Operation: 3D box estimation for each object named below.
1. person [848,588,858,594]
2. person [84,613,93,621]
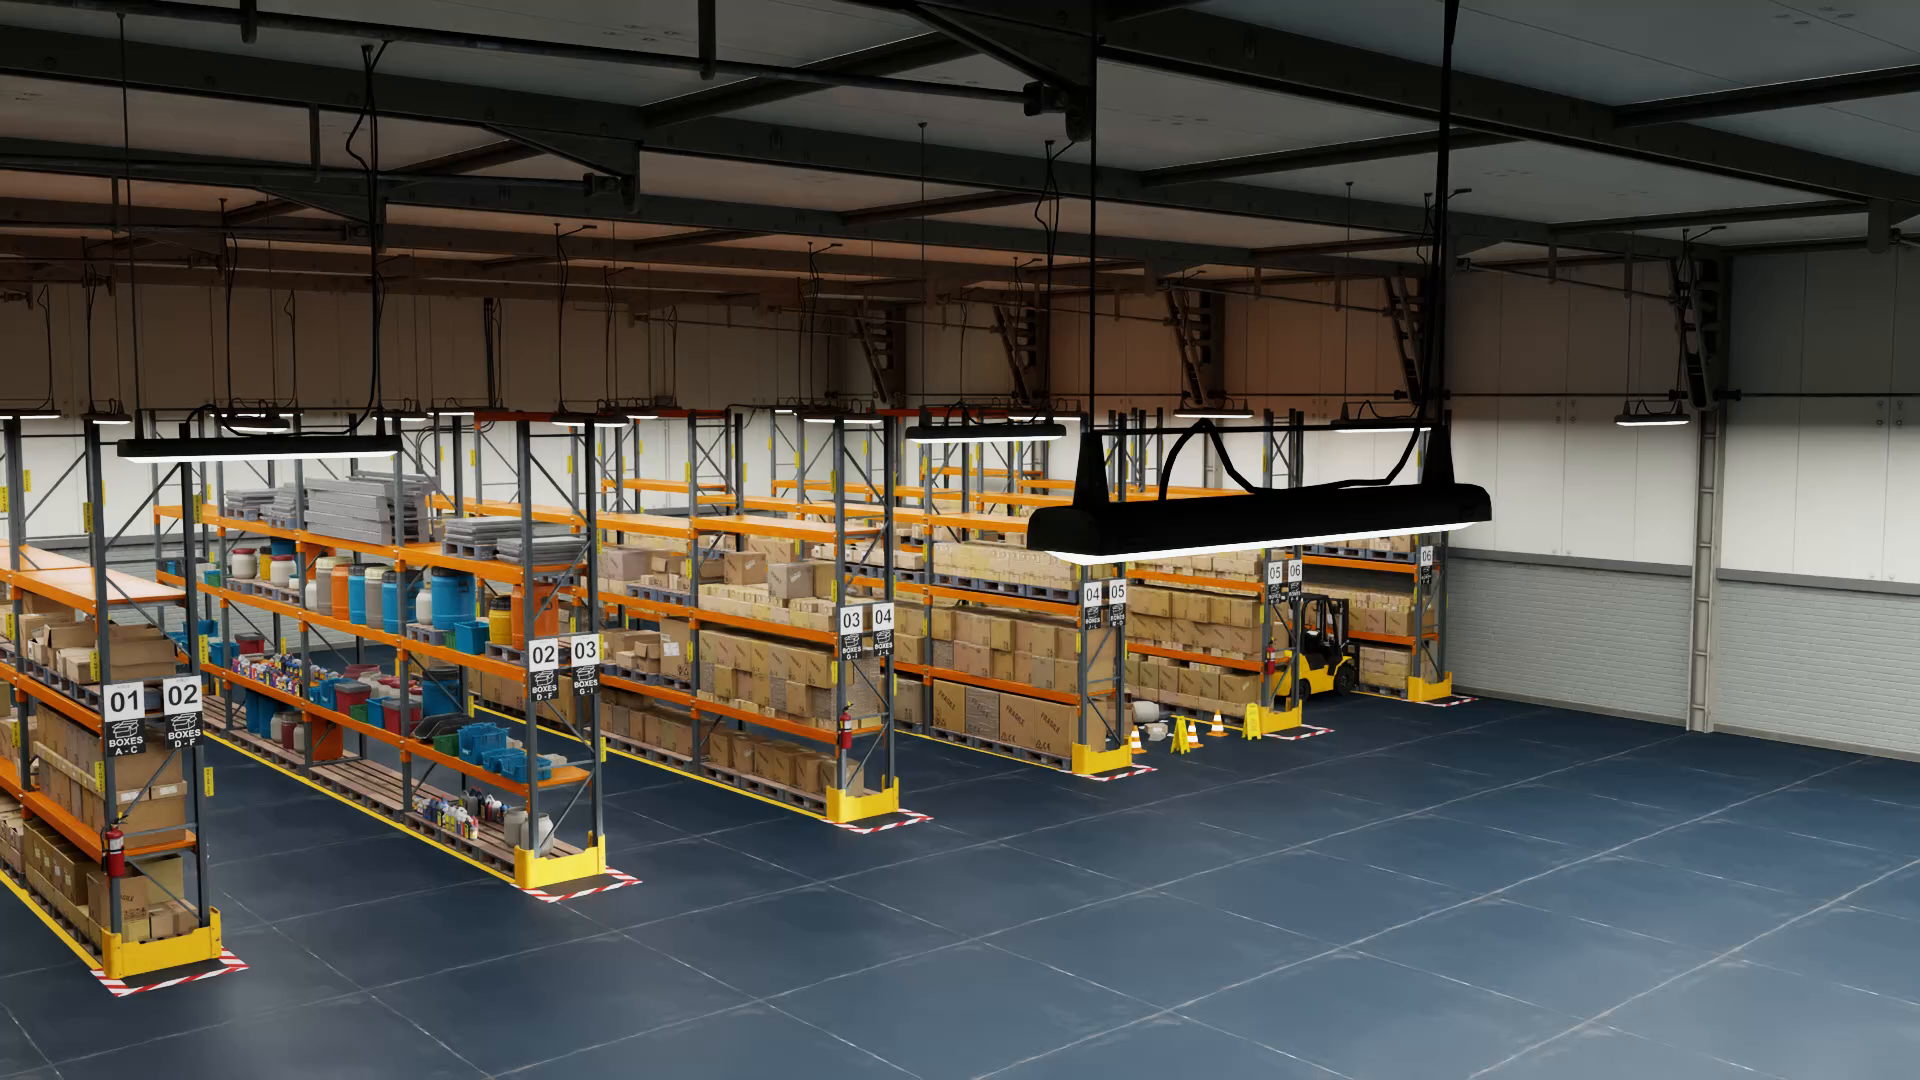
[{"bbox_3d":[-2.562,2.034,39.067,0.581,1.779,0.453,-4,7,-41],"label":"person"},{"bbox_3d":[-18.433,2.348,35.225,0.517,1.723,1.049,-3,6,-32],"label":"person"}]
